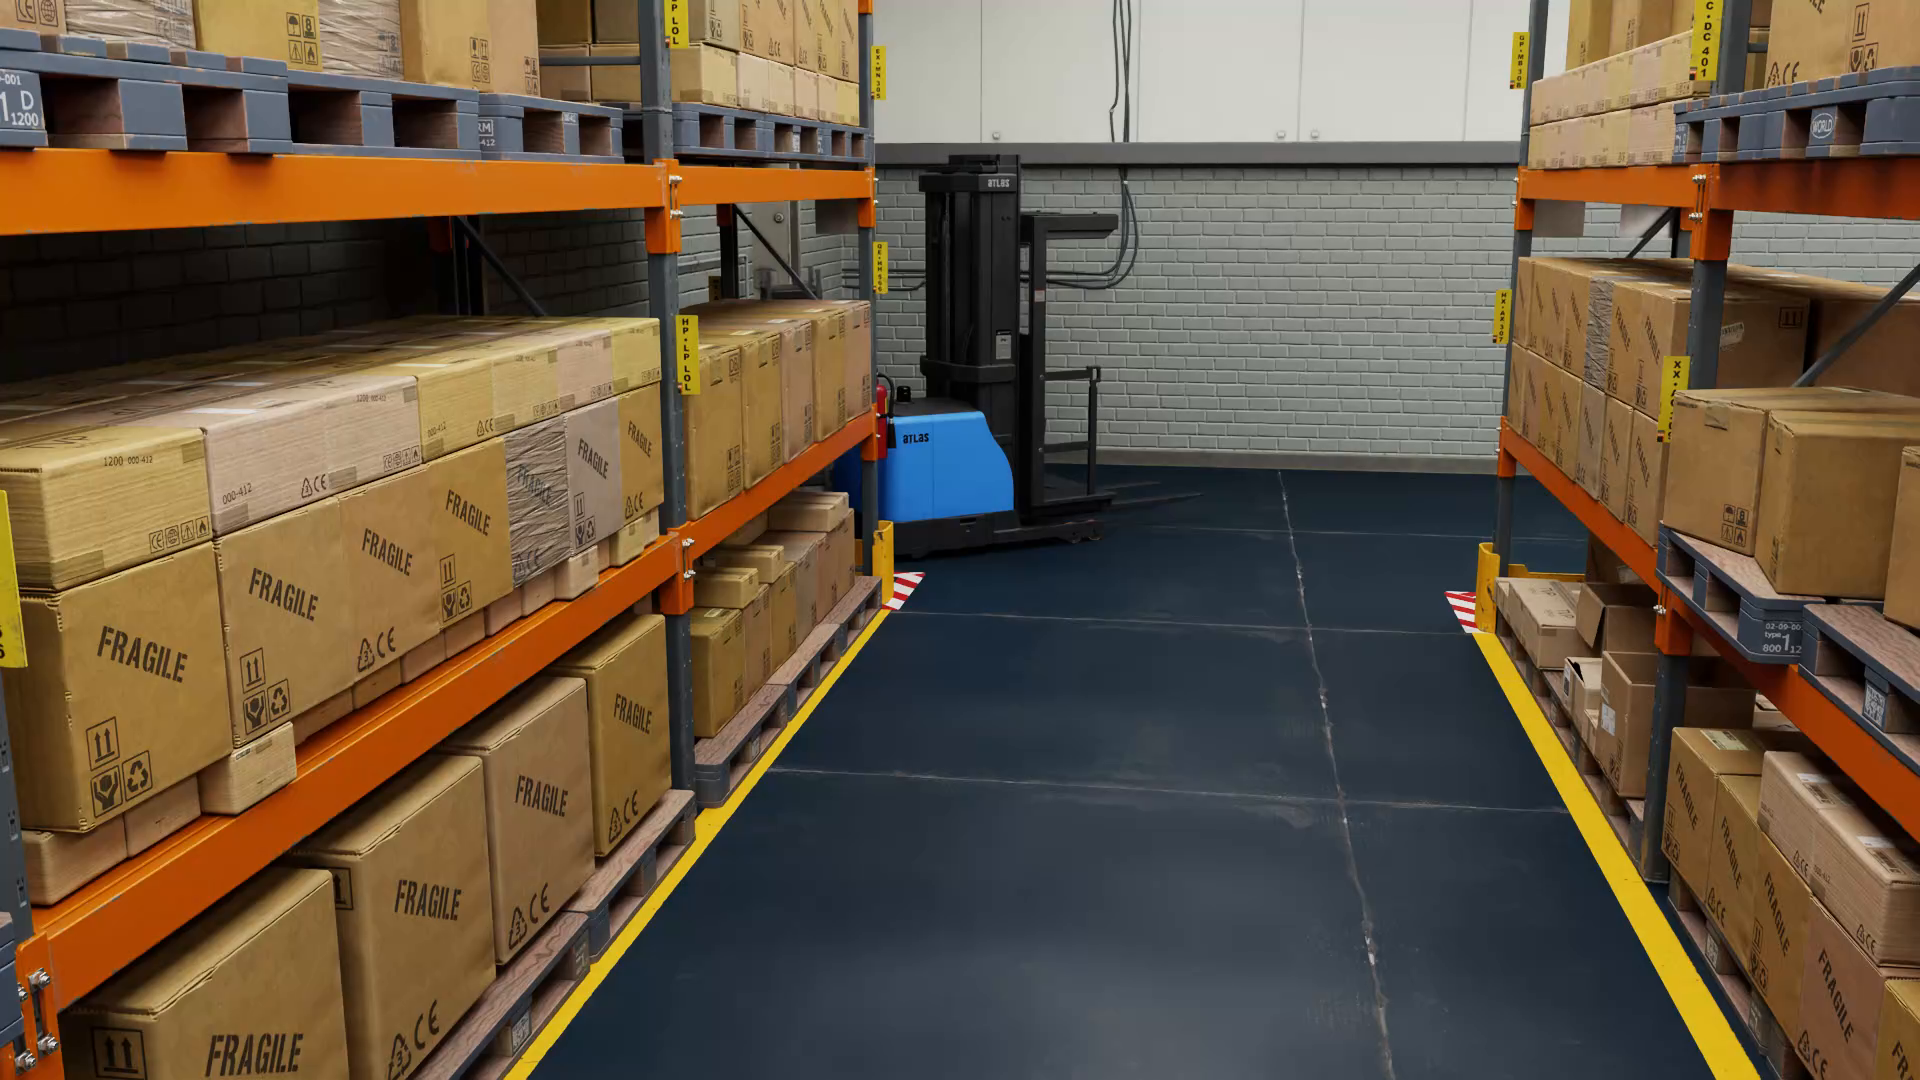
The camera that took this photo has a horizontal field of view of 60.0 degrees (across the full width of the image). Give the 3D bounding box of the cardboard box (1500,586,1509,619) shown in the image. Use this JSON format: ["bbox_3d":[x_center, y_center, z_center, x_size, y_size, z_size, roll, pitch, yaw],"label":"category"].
[{"bbox_3d":[3.406,0.375,9.815,0.380,0.166,0.250,2,12,9],"label":"cardboard box"}]

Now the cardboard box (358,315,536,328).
[{"bbox_3d":[-1.990,-0.734,6.507,0.500,0.250,0.500,2,12,10],"label":"cardboard box"}]

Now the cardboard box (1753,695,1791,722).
[{"bbox_3d":[3.635,0.819,7.756,0.380,0.166,0.250,2,12,9],"label":"cardboard box"}]

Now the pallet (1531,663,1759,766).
[{"bbox_3d":[3.525,0.875,8.433,1.003,0.211,1.213,2,12,9],"label":"pallet"}]

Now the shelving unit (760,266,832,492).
[{"bbox_3d":[-1.242,-1.001,12.627,0.431,2.100,0.503,-4,13,-11],"label":"shelving unit"}]

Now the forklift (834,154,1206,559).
[{"bbox_3d":[0.547,-1.498,12.988,3.031,2.935,1.130,-7,14,-29],"label":"forklift"}]

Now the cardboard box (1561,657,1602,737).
[{"bbox_3d":[3.156,0.725,7.848,0.500,0.311,0.500,2,12,9],"label":"cardboard box"}]

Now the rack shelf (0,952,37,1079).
[{"bbox_3d":[-2.585,1.350,1.315,1.077,0.370,4.000,2,12,9],"label":"rack shelf"}]

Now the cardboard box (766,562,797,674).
[{"bbox_3d":[-1.284,0.403,8.941,0.700,0.500,0.500,2,12,10],"label":"cardboard box"}]

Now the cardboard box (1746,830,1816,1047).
[{"bbox_3d":[2.763,1.224,5.082,0.500,0.500,0.500,2,12,9],"label":"cardboard box"}]

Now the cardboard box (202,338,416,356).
[{"bbox_3d":[-2.136,-0.520,5.515,0.500,0.250,0.500,1,12,7],"label":"cardboard box"}]

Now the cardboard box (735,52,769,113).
[{"bbox_3d":[-1.203,-2.138,7.798,0.500,0.250,0.500,2,12,7],"label":"cardboard box"}]

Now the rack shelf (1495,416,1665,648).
[{"bbox_3d":[3.541,-0.155,8.301,1.077,0.370,4.000,2,12,9],"label":"rack shelf"}]

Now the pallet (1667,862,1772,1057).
[{"bbox_3d":[3.146,1.443,5.796,1.003,0.211,1.213,2,12,9],"label":"pallet"}]

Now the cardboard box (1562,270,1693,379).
[{"bbox_3d":[3.288,-1.058,8.173,0.500,0.500,0.500,2,12,8],"label":"cardboard box"}]

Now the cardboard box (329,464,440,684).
[{"bbox_3d":[-1.782,0.073,4.542,0.500,0.500,0.500,2,12,8],"label":"cardboard box"}]

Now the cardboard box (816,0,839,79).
[{"bbox_3d":[-0.978,-2.832,9.235,0.500,0.500,0.500,2,12,10],"label":"cardboard box"}]

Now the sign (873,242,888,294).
[{"bbox_3d":[-0.513,-1.744,10.657,0.100,0.325,0.005,2,12,9],"label":"sign"}]

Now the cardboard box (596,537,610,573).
[{"bbox_3d":[-1.534,0.048,6.200,0.380,0.149,0.250,2,12,10],"label":"cardboard box"}]

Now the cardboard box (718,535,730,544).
[{"bbox_3d":[-1.467,0.050,9.040,0.380,0.149,0.250,2,12,8],"label":"cardboard box"}]

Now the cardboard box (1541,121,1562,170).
[{"bbox_3d":[3.429,-2.114,8.918,0.500,0.250,0.500,2,12,9],"label":"cardboard box"}]

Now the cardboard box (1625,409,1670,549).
[{"bbox_3d":[3.057,-0.252,6.805,0.500,0.500,0.500,2,12,10],"label":"cardboard box"}]

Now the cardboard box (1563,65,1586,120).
[{"bbox_3d":[3.358,-2.254,8.382,0.500,0.250,0.500,2,12,9],"label":"cardboard box"}]

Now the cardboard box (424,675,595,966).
[{"bbox_3d":[-1.767,0.920,5.711,0.750,0.750,0.750,2,12,10],"label":"cardboard box"}]

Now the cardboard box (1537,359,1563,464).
[{"bbox_3d":[3.366,-0.676,8.774,0.500,0.500,0.500,2,12,8],"label":"cardboard box"}]

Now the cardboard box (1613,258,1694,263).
[{"bbox_3d":[4.052,-1.359,9.570,0.500,0.500,0.500,2,12,8],"label":"cardboard box"}]

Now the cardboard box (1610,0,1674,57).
[{"bbox_3d":[3.485,-2.510,7.789,0.700,0.500,0.500,2,12,9],"label":"cardboard box"}]

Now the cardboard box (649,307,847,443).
[{"bbox_3d":[-1.216,-0.971,9.668,0.980,0.700,0.700,2,12,8],"label":"cardboard box"}]

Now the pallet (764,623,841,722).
[{"bbox_3d":[-1.282,0.702,9.233,1.003,0.211,1.213,2,12,9],"label":"pallet"}]

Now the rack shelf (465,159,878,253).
[{"bbox_3d":[-1.354,-1.781,8.727,1.077,0.370,4.000,2,12,9],"label":"rack shelf"}]

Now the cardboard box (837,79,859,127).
[{"bbox_3d":[-0.897,-2.569,9.796,0.500,0.250,0.500,2,12,10],"label":"cardboard box"}]

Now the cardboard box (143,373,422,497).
[{"bbox_3d":[-1.798,-0.291,4.451,0.500,0.250,0.500,2,12,9],"label":"cardboard box"}]

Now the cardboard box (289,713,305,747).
[{"bbox_3d":[-1.909,0.473,4.226,0.380,0.149,0.250,2,12,8],"label":"cardboard box"}]

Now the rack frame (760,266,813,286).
[{"bbox_3d":[-1.290,-1.052,12.861,0.400,2.100,0.015,-4,13,-11],"label":"rack frame"}]

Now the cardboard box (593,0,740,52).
[{"bbox_3d":[-1.275,-2.403,7.247,0.500,0.500,0.500,2,12,8],"label":"cardboard box"}]

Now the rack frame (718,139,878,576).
[{"bbox_3d":[-1.047,-1.083,10.899,1.000,3.000,0.127,2,12,9],"label":"rack frame"}]

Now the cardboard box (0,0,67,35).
[{"bbox_3d":[-2.261,-1.249,3.267,0.700,0.500,0.500,1,12,4],"label":"cardboard box"}]

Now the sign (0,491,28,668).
[{"bbox_3d":[-1.740,0.071,2.985,0.100,0.325,0.005,2,12,9],"label":"sign"}]

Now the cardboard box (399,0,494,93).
[{"bbox_3d":[-1.928,-1.683,5.281,0.700,0.500,0.500,2,12,8],"label":"cardboard box"}]

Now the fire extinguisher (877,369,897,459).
[{"bbox_3d":[-0.568,-0.879,11.022,0.296,0.674,0.183,2,12,9],"label":"fire extinguisher"}]

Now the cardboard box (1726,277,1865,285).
[{"bbox_3d":[3.742,-0.932,7.586,0.500,0.500,0.500,2,12,7],"label":"cardboard box"}]

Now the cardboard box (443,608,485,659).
[{"bbox_3d":[-1.725,0.260,5.215,0.380,0.149,0.250,2,12,10],"label":"cardboard box"}]

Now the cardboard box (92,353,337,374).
[{"bbox_3d":[-2.221,-0.412,5.012,0.500,0.250,0.500,2,12,7],"label":"cardboard box"}]

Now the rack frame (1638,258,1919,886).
[{"bbox_3d":[3.233,-0.091,6.294,1.000,3.000,0.127,2,12,9],"label":"rack frame"}]

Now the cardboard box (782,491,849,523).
[{"bbox_3d":[-0.895,-0.202,10.207,0.380,0.149,0.250,2,12,8],"label":"cardboard box"}]

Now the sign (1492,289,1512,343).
[{"bbox_3d":[3.312,-1.364,10.148,0.100,0.325,0.005,2,12,9],"label":"sign"}]

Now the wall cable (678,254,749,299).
[{"bbox_3d":[-1.785,-1.877,12.171,0.084,1.984,1.851,2,12,9],"label":"wall cable"}]

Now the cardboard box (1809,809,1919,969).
[{"bbox_3d":[2.688,0.955,4.551,0.500,0.250,0.500,2,12,8],"label":"cardboard box"}]

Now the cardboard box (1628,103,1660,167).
[{"bbox_3d":[3.133,-1.697,6.985,0.500,0.250,0.500,2,12,9],"label":"cardboard box"}]

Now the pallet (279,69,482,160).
[{"bbox_3d":[-2.062,-1.160,4.586,1.003,0.211,1.213,2,12,11],"label":"pallet"}]

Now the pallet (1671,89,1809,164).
[{"bbox_3d":[3.064,-1.332,5.378,1.213,0.211,1.003,2,12,9],"label":"pallet"}]

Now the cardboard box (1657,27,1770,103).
[{"bbox_3d":[3.040,-1.838,6.451,0.500,0.250,0.500,2,12,9],"label":"cardboard box"}]

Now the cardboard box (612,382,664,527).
[{"bbox_3d":[-1.484,-0.350,6.507,0.500,0.500,0.500,2,12,8],"label":"cardboard box"}]
